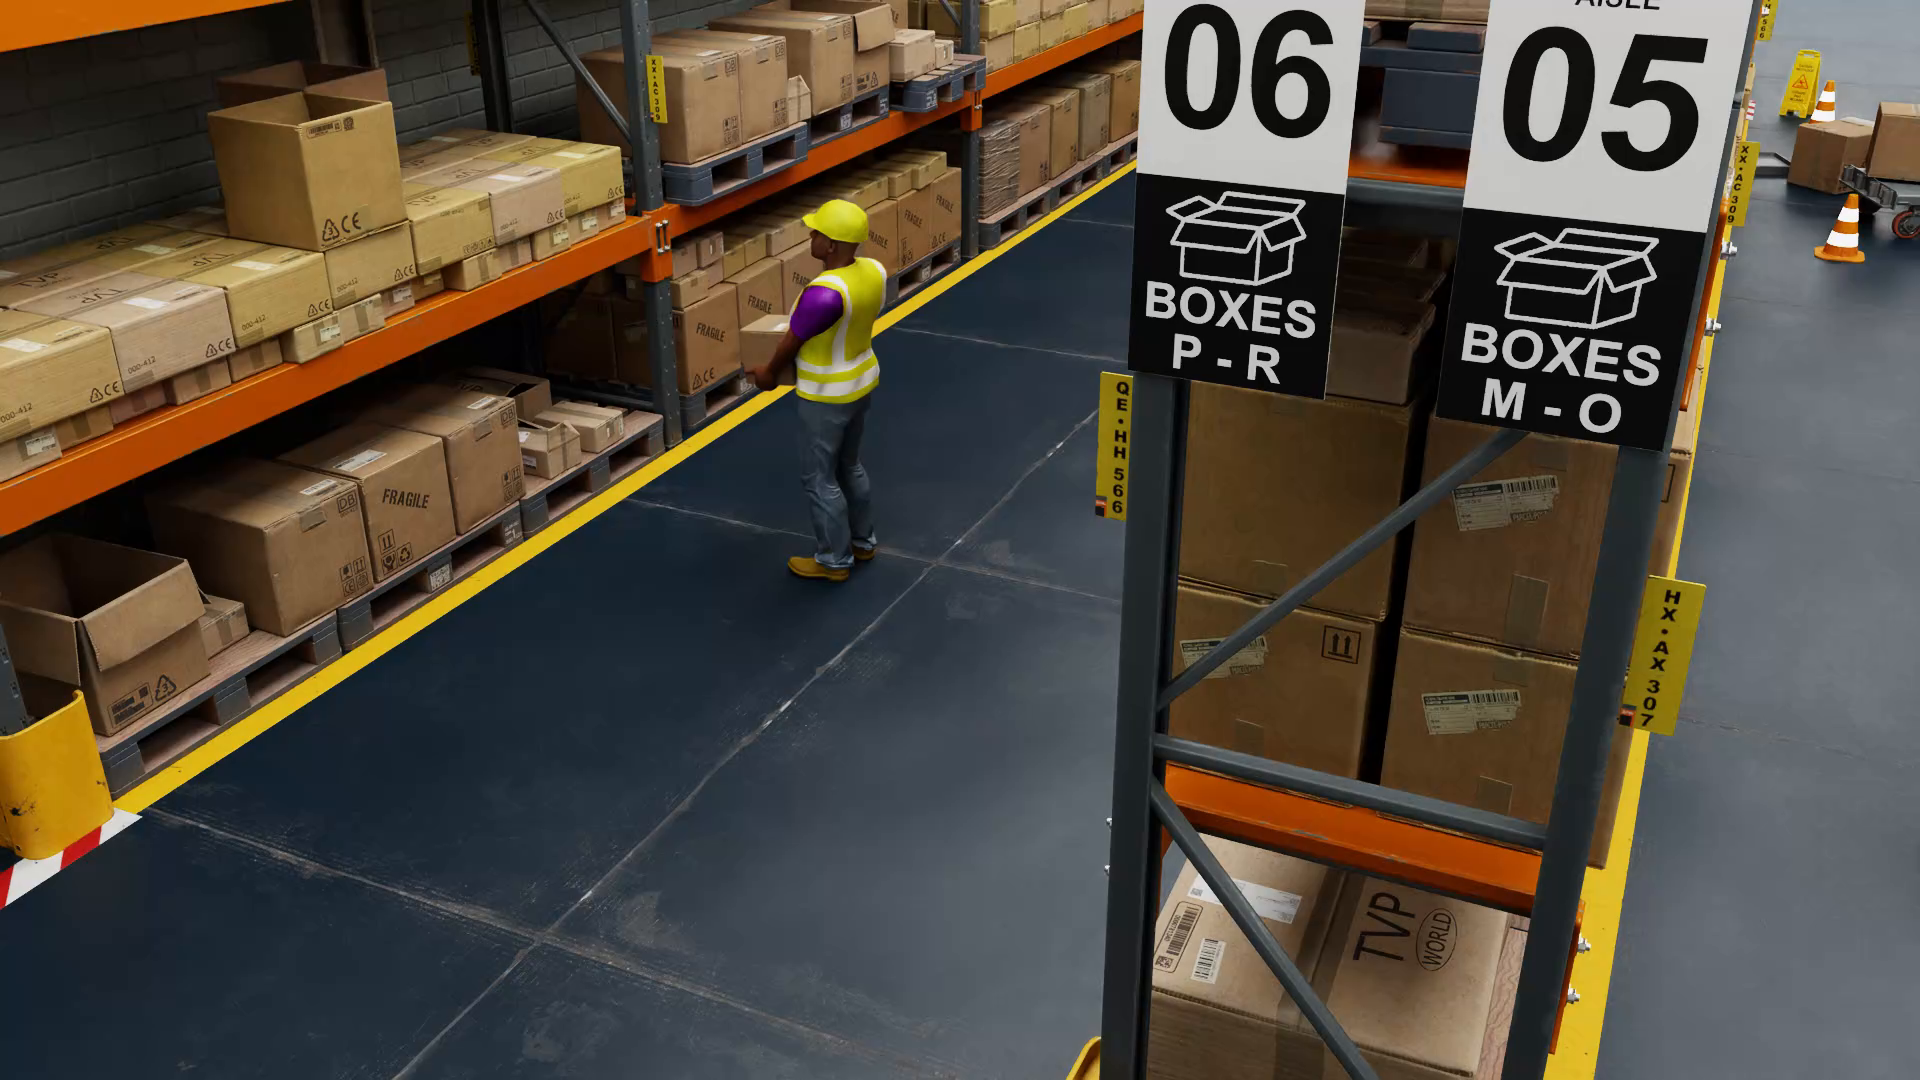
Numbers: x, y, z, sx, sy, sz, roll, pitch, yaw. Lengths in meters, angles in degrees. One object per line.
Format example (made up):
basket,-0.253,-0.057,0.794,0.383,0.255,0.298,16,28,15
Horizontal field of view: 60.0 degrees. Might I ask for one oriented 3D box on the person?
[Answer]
person,-0.652,-0.682,7.488,0.579,1.765,0.514,11,28,22
